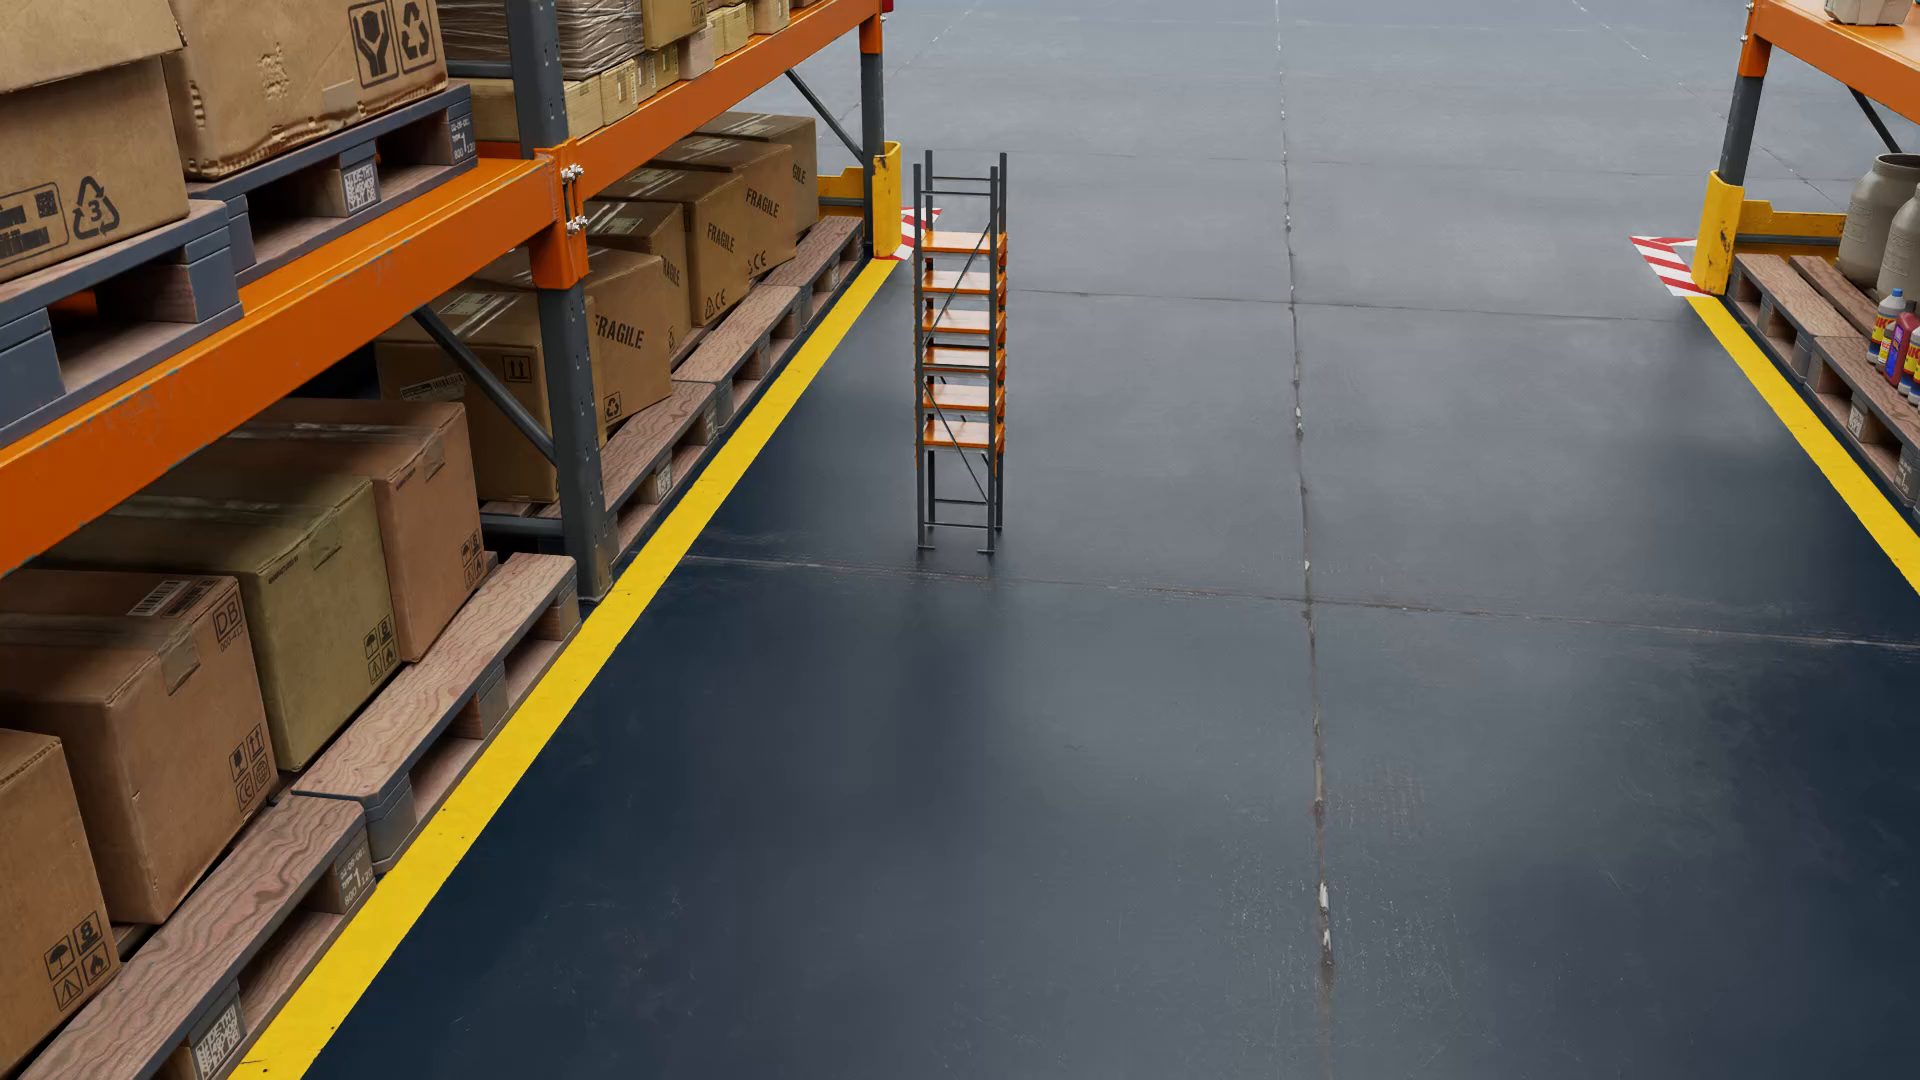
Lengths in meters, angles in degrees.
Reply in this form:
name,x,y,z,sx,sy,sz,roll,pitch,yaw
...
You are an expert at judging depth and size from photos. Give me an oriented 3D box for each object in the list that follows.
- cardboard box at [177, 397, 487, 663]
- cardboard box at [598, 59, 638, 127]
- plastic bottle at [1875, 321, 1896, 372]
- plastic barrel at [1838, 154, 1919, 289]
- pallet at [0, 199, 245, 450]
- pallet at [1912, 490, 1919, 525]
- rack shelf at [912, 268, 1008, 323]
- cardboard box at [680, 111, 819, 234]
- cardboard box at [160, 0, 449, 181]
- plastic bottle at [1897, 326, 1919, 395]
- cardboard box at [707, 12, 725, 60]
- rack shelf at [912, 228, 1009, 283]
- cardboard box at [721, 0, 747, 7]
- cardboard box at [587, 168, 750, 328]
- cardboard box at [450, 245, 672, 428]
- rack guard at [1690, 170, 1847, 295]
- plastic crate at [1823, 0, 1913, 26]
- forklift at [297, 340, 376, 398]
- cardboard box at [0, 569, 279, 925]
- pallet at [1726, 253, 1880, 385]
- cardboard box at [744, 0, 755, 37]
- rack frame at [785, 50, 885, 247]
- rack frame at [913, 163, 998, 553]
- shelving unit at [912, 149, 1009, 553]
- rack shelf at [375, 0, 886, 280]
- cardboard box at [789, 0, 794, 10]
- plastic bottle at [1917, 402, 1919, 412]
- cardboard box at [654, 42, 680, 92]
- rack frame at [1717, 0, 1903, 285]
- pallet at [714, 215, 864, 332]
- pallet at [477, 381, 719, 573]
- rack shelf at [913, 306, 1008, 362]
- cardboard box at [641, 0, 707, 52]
name,x,y,z,sx,sy,sz,roll,pitch,yaw
cardboard box,-1.656,-0.040,4.227,0.700,0.500,0.500,2,25,4
cardboard box,-1.148,-1.287,4.758,0.380,0.149,0.250,4,25,9
plastic bottle,3.385,-0.710,6.010,0.097,0.201,0.097,0,25,0
plastic barrel,3.974,-1.341,7.016,0.421,0.512,0.421,0,25,0
pallet,-1.905,-0.299,2.577,1.003,0.211,1.213,4,25,9
pallet,3.503,0.100,4.788,1.003,0.211,1.213,4,25,9
rack shelf,0.002,-0.727,4.926,0.258,0.103,0.180,4,25,9
cardboard box,-0.999,-1.699,7.795,0.500,0.500,0.500,9,27,18
cardboard box,-1.802,-1.368,3.431,1.000,1.000,1.000,4,25,9
plastic bottle,3.346,-0.642,5.782,0.097,0.271,0.097,0,25,0
cardboard box,-1.022,-1.708,5.657,0.380,0.149,0.250,4,25,9
rack shelf,0.002,-0.835,4.875,0.258,0.103,0.180,4,25,9
cardboard box,-1.178,-2.221,5.988,0.875,0.500,0.500,4,25,9
cardboard box,-1.184,-1.186,6.700,0.500,0.500,0.500,6,26,13
cardboard box,-1.343,-0.691,5.641,0.500,0.500,0.500,13,28,25
rack guard,4.040,-1.391,7.632,1.175,0.500,0.348,4,25,9
plastic crate,3.542,-2.087,6.481,0.298,0.136,0.250,4,25,9
forklift,-2.926,-1.881,5.810,1.130,2.935,3.031,4,25,9
cardboard box,-1.843,0.392,3.304,0.700,0.500,0.500,2,25,4
pallet,3.902,-0.921,6.968,1.003,0.211,1.213,4,25,9
cardboard box,-0.974,-1.920,6.109,0.380,0.149,0.250,4,25,9
rack frame,-0.880,-2.901,7.910,1.000,3.000,0.127,4,25,9
rack frame,-0.013,-0.511,4.927,0.240,1.200,0.006,4,25,9
shelving unit,0.002,-0.549,5.009,0.258,1.200,0.189,4,25,9
rack shelf,-1.207,-1.739,6.275,1.077,0.370,4.000,4,25,9
cardboard box,-0.893,-2.236,6.785,0.380,0.149,0.250,4,25,9
plastic bottle,3.314,-0.527,5.619,0.097,0.201,0.097,0,25,0
cardboard box,-1.103,-1.499,5.210,0.380,0.149,0.250,4,25,9
rack frame,4.006,-2.558,7.177,1.000,3.000,0.127,4,25,9
pallet,-1.060,-1.269,7.713,1.003,0.211,1.213,4,25,9
pallet,-1.459,-0.249,5.532,1.003,0.211,1.213,4,25,9
rack shelf,0.002,-0.618,4.977,0.258,0.103,0.180,4,25,9
cardboard box,-1.283,-1.799,5.086,0.875,0.500,0.500,4,25,9
